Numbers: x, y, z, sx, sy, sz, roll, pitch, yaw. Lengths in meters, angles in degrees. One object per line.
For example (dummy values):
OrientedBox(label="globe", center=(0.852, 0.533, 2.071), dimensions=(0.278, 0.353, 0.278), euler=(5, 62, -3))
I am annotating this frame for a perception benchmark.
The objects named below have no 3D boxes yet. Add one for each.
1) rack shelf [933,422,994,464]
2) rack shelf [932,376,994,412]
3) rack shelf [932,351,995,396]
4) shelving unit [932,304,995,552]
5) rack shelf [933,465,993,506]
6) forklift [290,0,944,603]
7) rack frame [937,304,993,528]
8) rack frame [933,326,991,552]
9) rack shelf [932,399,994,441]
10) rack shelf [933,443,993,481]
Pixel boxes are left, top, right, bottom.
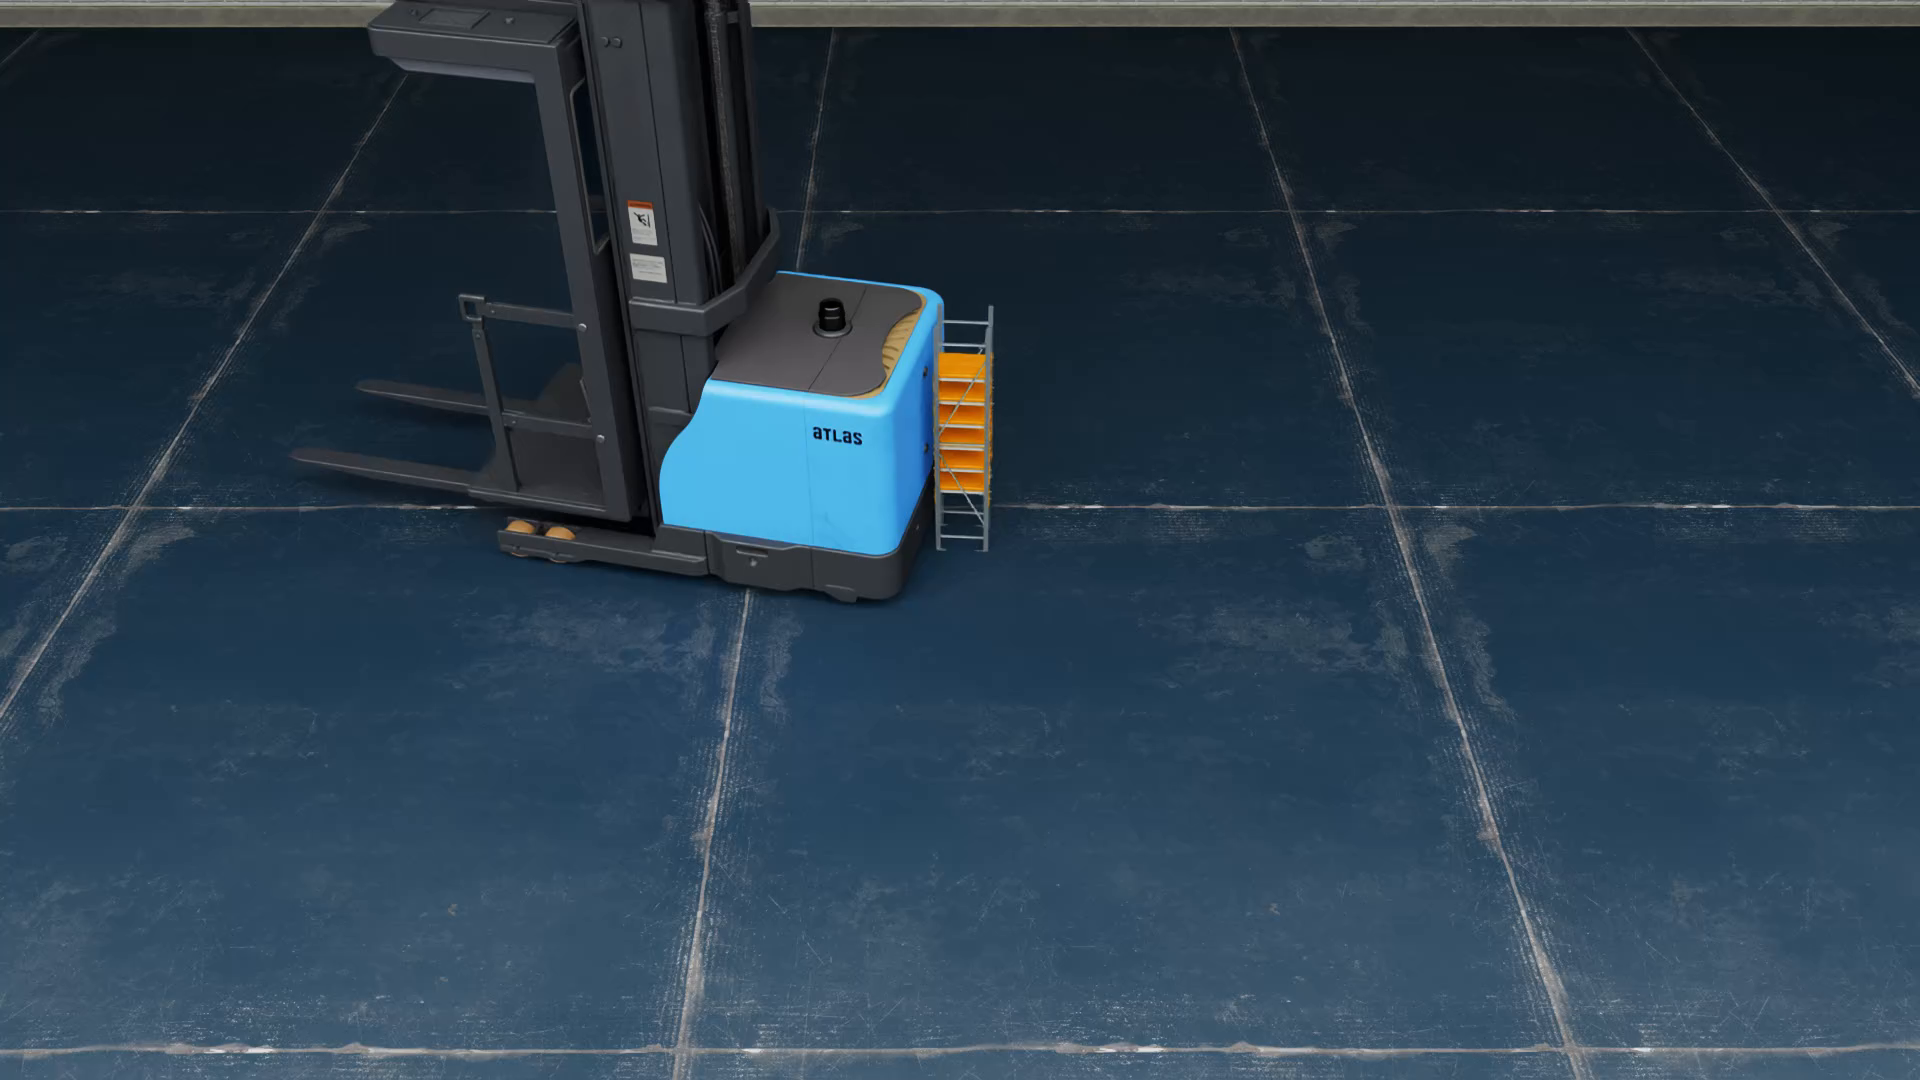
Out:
OrientedBox(label="rack shelf", center=(0.015, -0.441, 7.411), dimensions=(0.258, 0.103, 0.180), euler=(3, 39, 3))
OrientedBox(label="rack shelf", center=(0.015, -0.628, 7.261), dimensions=(0.258, 0.103, 0.180), euler=(3, 39, 3))
OrientedBox(label="rack shelf", center=(0.015, -0.721, 7.186), dimensions=(0.258, 0.103, 0.180), euler=(3, 39, 3))
OrientedBox(label="shelving unit", center=(0.015, -0.475, 7.383), dimensions=(0.258, 1.200, 0.189), euler=(3, 39, 3))
OrientedBox(label="rack shelf", center=(0.015, -0.254, 7.562), dimensions=(0.258, 0.103, 0.180), euler=(3, 39, 3))
OrientedBox(label="forklift", center=(-1.631, -1.350, 7.091), dimensions=(3.031, 2.935, 1.130), euler=(8, 39, 10))
OrientedBox(label="rack frame", center=(0.022, -0.532, 7.454), dimensions=(0.240, 1.200, 0.006), euler=(3, 39, 3))
OrientedBox(label="rack frame", center=(0.009, -0.418, 7.312), dimensions=(0.240, 1.200, 0.006), euler=(3, 39, 3))
OrientedBox(label="rack shelf", center=(0.015, -0.534, 7.336), dimensions=(0.258, 0.103, 0.180), euler=(3, 39, 3))
OrientedBox(label="rack shelf", center=(0.015, -0.347, 7.486), dimensions=(0.258, 0.103, 0.180), euler=(3, 39, 3))
